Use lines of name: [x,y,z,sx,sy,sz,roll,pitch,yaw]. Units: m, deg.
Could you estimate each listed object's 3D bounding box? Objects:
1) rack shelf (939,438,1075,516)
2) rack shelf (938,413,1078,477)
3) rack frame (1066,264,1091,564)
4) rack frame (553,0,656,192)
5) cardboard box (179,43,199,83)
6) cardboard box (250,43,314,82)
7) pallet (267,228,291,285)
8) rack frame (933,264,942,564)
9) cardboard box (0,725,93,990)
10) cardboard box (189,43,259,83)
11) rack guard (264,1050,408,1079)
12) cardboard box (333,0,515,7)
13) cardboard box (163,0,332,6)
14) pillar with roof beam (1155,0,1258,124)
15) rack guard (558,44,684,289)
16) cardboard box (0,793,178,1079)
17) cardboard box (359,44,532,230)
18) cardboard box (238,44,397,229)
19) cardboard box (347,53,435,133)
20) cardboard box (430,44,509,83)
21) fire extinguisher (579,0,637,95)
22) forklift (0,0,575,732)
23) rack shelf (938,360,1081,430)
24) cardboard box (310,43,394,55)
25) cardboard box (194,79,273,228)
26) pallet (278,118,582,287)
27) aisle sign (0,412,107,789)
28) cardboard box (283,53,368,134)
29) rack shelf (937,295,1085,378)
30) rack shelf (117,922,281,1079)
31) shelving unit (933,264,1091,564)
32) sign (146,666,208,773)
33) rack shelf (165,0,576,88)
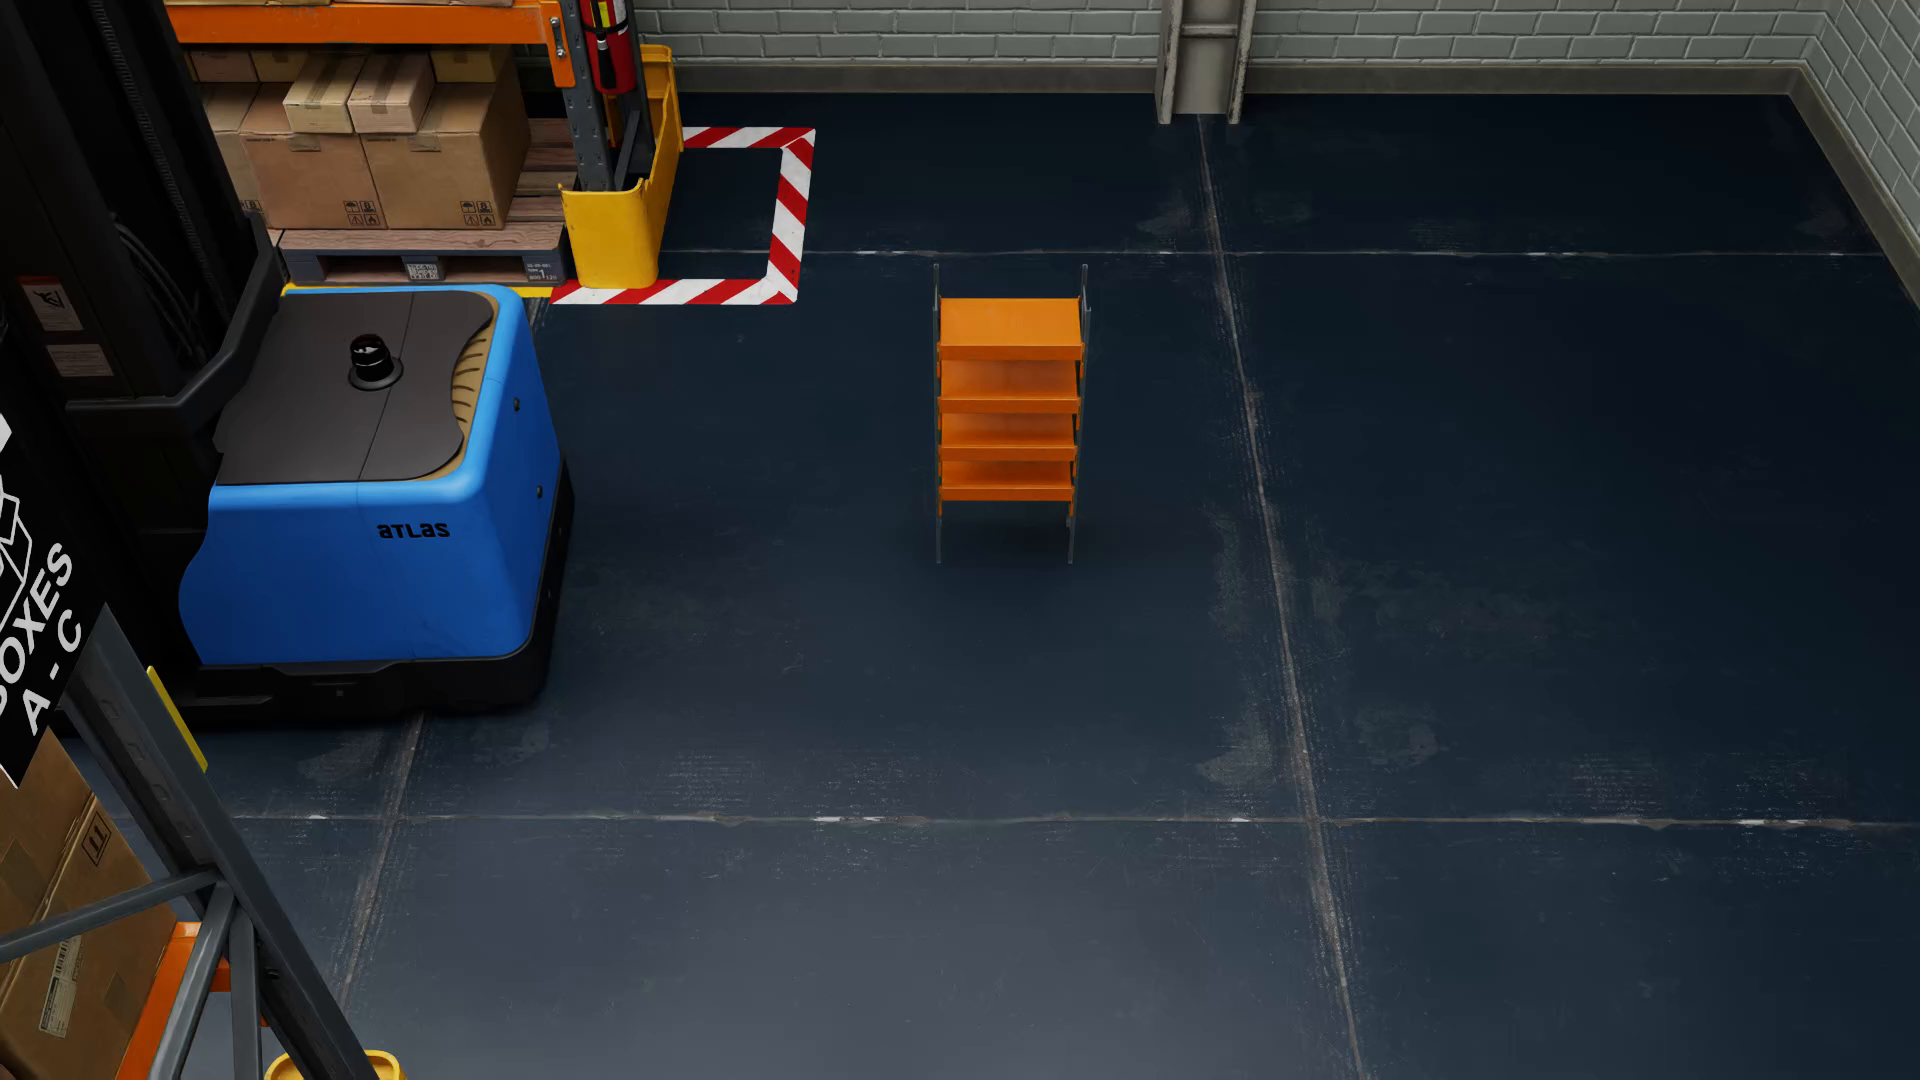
rack shelf: [0.166,-0.227,6.005,0.480,0.148,0.258,0,47,0]
rack shelf: [0.166,-0.362,5.860,0.480,0.148,0.258,0,47,0]
rack frame: [0.410,-0.408,5.810,0.015,1.200,0.240,0,47,0]
rack frame: [-1.529,-2.549,6.573,0.127,3.000,1.000,0,47,0]
cardboard box: [-3.371,-2.138,7.169,0.250,0.149,0.380,1,47,1]
cardboard box: [-2.860,-2.138,7.169,0.250,0.149,0.380,1,47,0]
pallet: [-3.545,-1.549,7.548,1.213,0.211,1.003,0,47,0]
rack frame: [-0.078,-0.409,5.811,0.015,1.200,0.240,0,47,0]
cardboard box: [-1.986,0.508,2.977,0.500,0.500,0.500,1,47,1]
cardboard box: [-3.115,-2.138,7.169,0.250,0.149,0.380,1,47,1]
rack guard: [-1.619,1.928,4.114,0.348,0.500,1.175,0,47,0]
cardboard box: [-2.039,-2.645,6.458,0.700,0.700,0.980,2,47,2]
cardboard box: [-2.766,-2.639,6.452,0.700,0.700,0.980,0,47,0]
pillar with roof beam: [1.159,-2.068,2.027,0.400,9.000,9.100,0,47,0]
rack guard: [-1.505,-1.697,7.488,0.348,0.500,1.175,0,47,0]
cardboard box: [-1.986,0.849,3.343,0.500,0.500,0.500,1,47,1]
cardboard box: [-2.229,-1.769,7.268,0.500,0.500,0.700,0,47,0]
cardboard box: [-2.729,-1.771,7.270,0.500,0.500,0.700,0,47,0]
cardboard box: [-2.358,-1.857,6.907,0.250,0.149,0.380,0,47,0]
cardboard box: [-2.103,-2.136,7.167,0.250,0.149,0.380,0,47,0]
fire extinguisher: [-1.380,-2.057,6.423,0.183,0.674,0.296,0,47,0]
forklift: [-2.951,-0.738,4.935,3.031,2.935,1.130,-2,47,-2]
rack shelf: [0.166,-0.515,5.696,0.480,0.148,0.258,0,47,0]
cardboard box: [-2.610,-2.137,7.168,0.250,0.149,0.380,0,47,0]
cardboard box: [-3.232,-1.771,7.270,0.500,0.500,0.700,-1,47,-1]
pallet: [-2.329,-1.544,7.543,1.213,0.211,1.003,0,47,0]
aisle sign: [-1.474,-0.024,2.447,0.004,0.787,0.394,0,47,0]
cardboard box: [-2.614,-1.857,6.907,0.250,0.149,0.380,1,47,1]
rack shelf: [0.166,-0.676,5.523,0.480,0.148,0.258,0,47,0]
rack shelf: [-3.543,1.317,3.467,4.000,0.370,1.077,0,47,0]
shelving unit: [0.166,-0.408,5.810,0.503,1.200,0.258,0,47,0]
sign: [-1.542,0.385,3.251,0.005,0.325,0.100,0,47,0]
rack shelf: [-3.529,-2.309,6.842,4.000,0.370,1.077,0,47,0]
